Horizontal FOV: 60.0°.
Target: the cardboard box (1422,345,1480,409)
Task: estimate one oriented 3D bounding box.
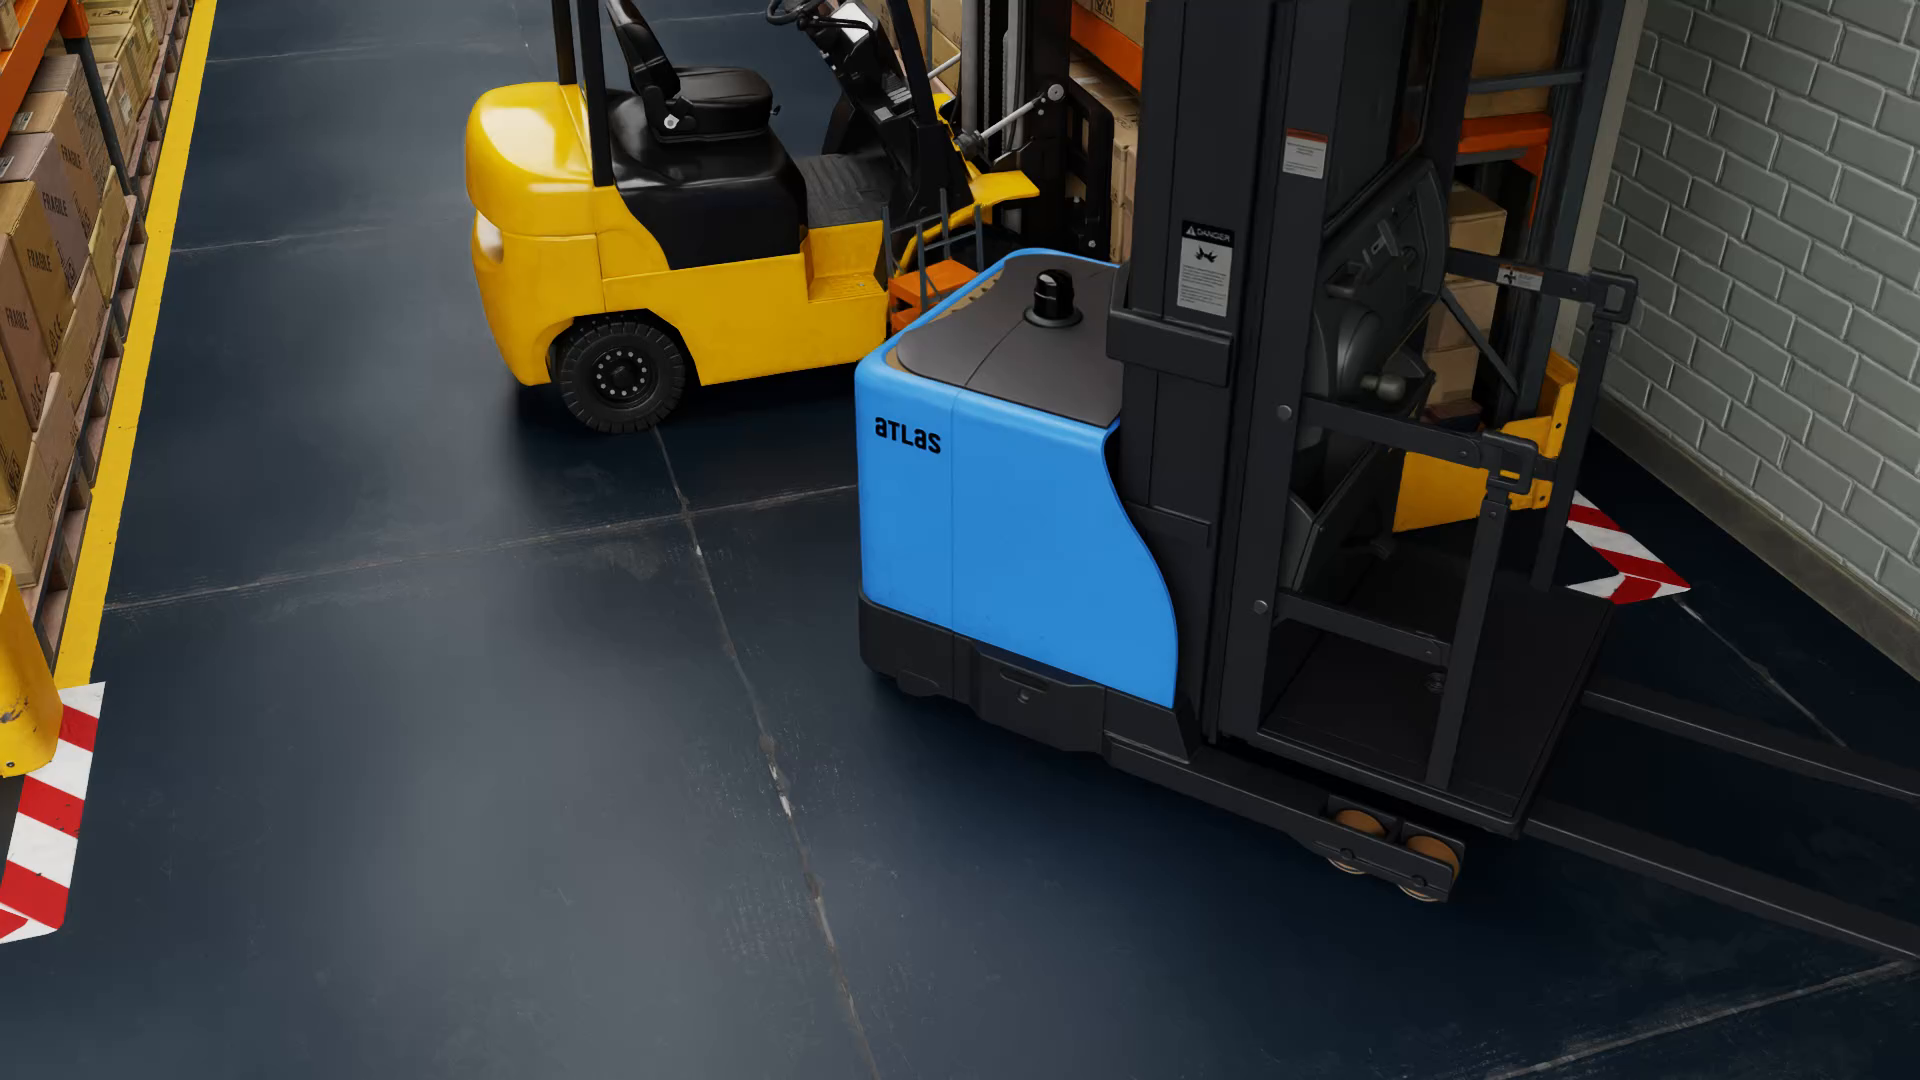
[{"bbox_3d":[1.576,-0.705,6.209,0.500,0.250,0.500,-10,35,-15],"label":"cardboard box"}]

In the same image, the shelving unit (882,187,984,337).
[{"bbox_3d":[-0.058,-0.529,5.448,0.258,1.200,0.189,-24,39,-28],"label":"shelving unit"}]

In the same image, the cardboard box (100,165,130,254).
[{"bbox_3d":[-3.970,-1.412,7.280,0.500,0.250,0.500,-8,34,-13],"label":"cardboard box"}]

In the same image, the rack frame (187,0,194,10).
[{"bbox_3d":[-5.627,-4.750,10.217,1.000,3.000,0.127,-10,35,-15],"label":"rack frame"}]

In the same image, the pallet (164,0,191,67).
[{"bbox_3d":[-5.390,-3.176,10.364,1.003,0.211,1.213,-10,35,-15],"label":"pallet"}]

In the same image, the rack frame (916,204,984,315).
[{"bbox_3d":[-0.004,-0.490,5.385,0.240,1.200,0.006,-24,39,-28],"label":"rack frame"}]

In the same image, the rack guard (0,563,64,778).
[{"bbox_3d":[-3.210,0.454,4.610,1.175,0.500,0.348,-10,35,-15],"label":"rack guard"}]

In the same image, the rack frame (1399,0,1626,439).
[{"bbox_3d":[1.539,-1.386,5.127,1.000,3.000,0.127,-10,35,-15],"label":"rack frame"}]

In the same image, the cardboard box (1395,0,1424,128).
[{"bbox_3d":[1.139,-1.642,5.423,0.500,0.500,0.500,-11,35,-16],"label":"cardboard box"}]

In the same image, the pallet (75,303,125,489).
[{"bbox_3d":[-3.792,-0.498,6.312,1.003,0.211,1.213,-10,35,-15],"label":"pallet"}]

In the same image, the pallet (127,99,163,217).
[{"bbox_3d":[-4.646,-1.895,8.426,1.003,0.211,1.213,-10,35,-15],"label":"pallet"}]

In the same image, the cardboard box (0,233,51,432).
[{"bbox_3d":[-3.341,-0.646,5.440,0.500,0.500,0.500,-11,35,-17],"label":"cardboard box"}]

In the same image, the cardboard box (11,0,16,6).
[{"bbox_3d":[-3.931,-2.147,6.507,0.380,0.149,0.250,-10,35,-14],"label":"cardboard box"}]

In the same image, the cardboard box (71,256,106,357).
[{"bbox_3d":[-3.648,-0.867,6.454,0.500,0.250,0.500,-9,35,-14],"label":"cardboard box"}]

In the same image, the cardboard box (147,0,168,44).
[{"bbox_3d":[-5.231,-3.144,9.790,0.950,0.372,0.625,-11,35,-16],"label":"cardboard box"}]

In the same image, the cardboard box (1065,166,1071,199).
[{"bbox_3d":[0.624,-1.622,7.143,0.500,0.250,0.500,-10,35,-15],"label":"cardboard box"}]

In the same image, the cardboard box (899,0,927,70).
[{"bbox_3d":[0.149,-2.943,9.256,0.875,0.625,0.625,-8,34,-13],"label":"cardboard box"}]

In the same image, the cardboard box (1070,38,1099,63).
[{"bbox_3d":[0.477,-2.095,7.406,0.500,0.250,0.500,-9,34,-13],"label":"cardboard box"}]

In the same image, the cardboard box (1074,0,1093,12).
[{"bbox_3d":[0.669,-2.447,6.642,0.500,0.500,0.500,-10,35,-14],"label":"cardboard box"}]

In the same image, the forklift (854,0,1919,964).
[{"bbox_3d":[1.223,-0.620,4.030,3.031,2.935,1.130,18,38,25],"label":"forklift"}]

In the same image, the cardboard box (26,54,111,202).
[{"bbox_3d":[-3.971,-1.725,7.072,0.500,0.500,0.500,-10,35,-15],"label":"cardboard box"}]

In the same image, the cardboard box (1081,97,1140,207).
[{"bbox_3d":[0.777,-1.551,6.582,0.500,0.250,0.500,-10,35,-14],"label":"cardboard box"}]

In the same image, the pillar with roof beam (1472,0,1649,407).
[{"bbox_3d":[-1.915,-3.682,3.160,9.100,9.000,0.400,-10,35,-15],"label":"pillar with roof beam"}]

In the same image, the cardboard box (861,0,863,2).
[{"bbox_3d":[-0.311,-3.746,10.471,0.875,0.625,0.625,-11,35,-17],"label":"cardboard box"}]

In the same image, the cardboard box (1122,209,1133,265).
[{"bbox_3d":[0.950,-1.091,6.340,0.500,0.250,0.500,-10,35,-15],"label":"cardboard box"}]

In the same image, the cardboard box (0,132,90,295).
[{"bbox_3d":[-3.657,-1.190,6.264,0.500,0.500,0.500,-8,34,-12],"label":"cardboard box"}]

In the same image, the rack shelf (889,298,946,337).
[{"bbox_3d":[-0.068,-0.692,5.340,0.258,0.103,0.180,-24,39,-28],"label":"rack shelf"}]

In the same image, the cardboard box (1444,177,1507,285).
[{"bbox_3d":[1.573,-1.115,5.923,0.500,0.250,0.500,-11,35,-15],"label":"cardboard box"}]

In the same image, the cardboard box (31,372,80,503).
[{"bbox_3d":[-3.318,-0.317,5.622,0.500,0.250,0.500,-9,34,-13],"label":"cardboard box"}]

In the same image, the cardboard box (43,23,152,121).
[{"bbox_3d":[-4.792,-2.380,8.634,0.950,0.372,0.625,-8,34,-12],"label":"cardboard box"}]

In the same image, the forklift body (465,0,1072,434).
[{"bbox_3d":[-0.776,-1.721,6.403,2.313,2.155,1.214,-10,35,-15],"label":"forklift body"}]

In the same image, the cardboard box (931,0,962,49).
[{"bbox_3d":[0.168,-2.625,8.207,0.500,0.250,0.500,-11,35,-15],"label":"cardboard box"}]

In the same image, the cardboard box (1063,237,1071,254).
[{"bbox_3d":[0.629,-1.403,7.266,0.500,0.250,0.500,-9,34,-13],"label":"cardboard box"}]

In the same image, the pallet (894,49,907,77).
[{"bbox_3d":[0.057,-2.703,9.649,1.003,0.211,1.213,-10,35,-15],"label":"pallet"}]

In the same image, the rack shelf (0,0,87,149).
[{"bbox_3d":[-3.797,-1.299,5.648,1.077,0.370,4.000,-10,35,-15],"label":"rack shelf"}]
